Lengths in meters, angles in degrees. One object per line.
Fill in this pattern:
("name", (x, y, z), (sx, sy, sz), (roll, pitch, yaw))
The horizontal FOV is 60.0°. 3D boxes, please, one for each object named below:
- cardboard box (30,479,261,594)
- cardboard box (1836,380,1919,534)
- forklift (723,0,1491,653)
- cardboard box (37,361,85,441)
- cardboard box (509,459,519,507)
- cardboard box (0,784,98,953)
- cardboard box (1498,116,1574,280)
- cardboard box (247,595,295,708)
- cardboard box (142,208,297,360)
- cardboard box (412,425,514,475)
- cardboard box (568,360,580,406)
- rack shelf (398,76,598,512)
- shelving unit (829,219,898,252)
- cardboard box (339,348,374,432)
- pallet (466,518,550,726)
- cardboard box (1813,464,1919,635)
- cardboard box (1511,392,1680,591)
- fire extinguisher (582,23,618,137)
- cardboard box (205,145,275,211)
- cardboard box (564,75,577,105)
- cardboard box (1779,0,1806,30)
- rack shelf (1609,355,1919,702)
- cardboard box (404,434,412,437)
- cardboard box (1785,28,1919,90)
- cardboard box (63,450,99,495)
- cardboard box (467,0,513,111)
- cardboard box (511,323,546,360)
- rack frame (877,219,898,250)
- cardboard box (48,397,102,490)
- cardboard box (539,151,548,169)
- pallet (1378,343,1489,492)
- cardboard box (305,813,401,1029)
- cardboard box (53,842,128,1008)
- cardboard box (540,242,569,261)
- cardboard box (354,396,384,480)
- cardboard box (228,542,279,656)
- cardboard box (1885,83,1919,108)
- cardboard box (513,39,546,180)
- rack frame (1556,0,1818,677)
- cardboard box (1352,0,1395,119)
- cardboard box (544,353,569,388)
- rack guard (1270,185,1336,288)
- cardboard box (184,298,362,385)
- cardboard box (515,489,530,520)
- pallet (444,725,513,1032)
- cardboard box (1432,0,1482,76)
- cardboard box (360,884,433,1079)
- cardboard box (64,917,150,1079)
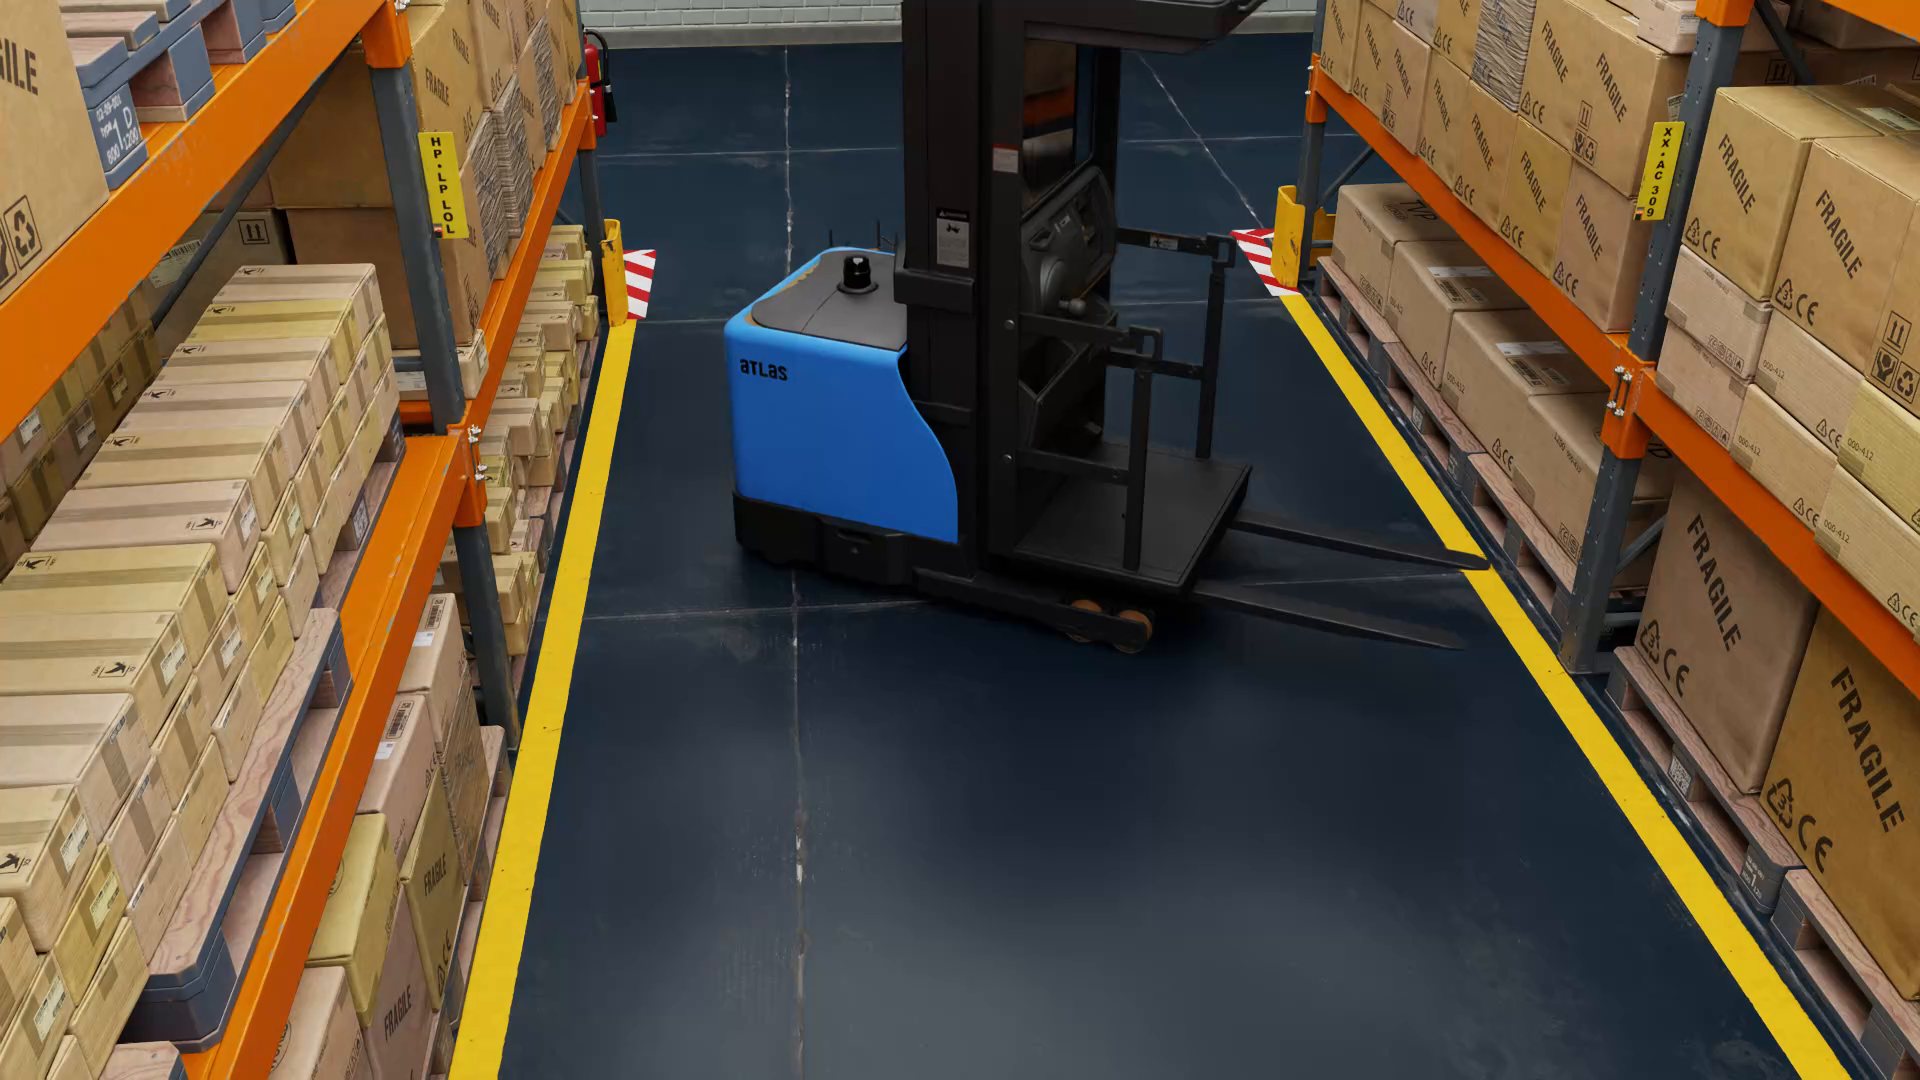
("cardboard box", (-1.740, 0.003, 3.576), (0.380, 0.149, 0.250), (-4, 31, -7))
("cardboard box", (2.684, -0.208, 4.331), (0.500, 0.250, 0.500), (-2, 31, -4))
("forklift", (0.605, -1.126, 6.276), (3.031, 2.935, 1.130), (12, 33, 20))
("cardboard box", (-2.461, -0.362, 4.187), (0.380, 0.149, 0.250), (-2, 31, -4))
("cardboard box", (-2.002, -0.201, 6.741), (0.380, 0.149, 0.250), (-4, 31, -7))
("cardboard box", (-1.640, 0.541, 2.675), (0.380, 0.149, 0.250), (-4, 31, -7))
("cardboard box", (2.475, -1.349, 6.486), (0.500, 0.500, 0.500), (-3, 31, -6))
("cardboard box", (-1.734, 0.255, 3.733), (0.380, 0.149, 0.250), (-1, 31, -2))
("cardboard box", (-2.419, -0.935, 5.502), (0.500, 0.500, 0.500), (-3, 31, -5))
("cardboard box", (-2.005, -0.330, 6.669), (0.380, 0.149, 0.250), (-4, 31, -6))
("cardboard box", (-2.024, -0.752, 7.955), (0.380, 0.149, 0.250), (-4, 31, -7))
("rack shelf", (-2.280, -1.243, 7.107), (1.077, 0.370, 4.000), (-3, 31, -5))
("shelving unit", (-0.440, -0.955, 7.825), (0.252, 1.050, 0.215), (-16, 34, -25))
("cardboard box", (-1.833, -0.403, 4.544), (0.380, 0.149, 0.250), (-3, 31, -4))
("pallet", (-2.191, 0.325, 6.499), (1.003, 0.211, 1.213), (-3, 31, -5))
("cardboard box", (2.686, 0.009, 4.456), (0.500, 0.250, 0.500), (-3, 31, -5))
("cardboard box", (2.874, -0.225, 6.791), (0.875, 0.438, 0.875), (-3, 31, -5))
("fire extinguisher", (-2.031, -2.530, 9.000), (0.296, 0.674, 0.183), (-3, 31, -5))
("cardboard box", (-2.406, -1.358, 5.235), (0.500, 0.500, 0.500), (-4, 31, -6))
("cardboard box", (-2.155, -2.312, 8.441), (0.380, 0.149, 0.250), (-3, 31, -5))
("cardboard box", (3.015, -1.874, 5.757), (0.380, 0.149, 0.250), (-2, 31, -4))
("rack shelf", (3.013, 0.511, 4.172), (1.077, 0.370, 4.000), (-3, 31, -5))
("cardboard box", (-2.493, -0.433, 7.131), (0.380, 0.149, 0.250), (-4, 31, -7))
("cardboard box", (3.023, -1.546, 5.841), (0.500, 0.500, 0.500), (-3, 31, -4))
("cardboard box", (-2.463, -0.111, 4.346), (0.380, 0.149, 0.250), (-3, 31, -4))
("cardboard box", (-1.972, -1.895, 6.135), (0.500, 0.500, 0.500), (-2, 31, -4))
("cardboard box", (-2.092, -0.860, 7.555), (0.380, 0.149, 0.250), (-4, 31, -6))
("rack frame", (-0.333, -0.986, 7.876), (0.008, 1.050, 0.200), (-16, 34, -25))
("cardboard box", (-2.463, -0.244, 4.278), (0.380, 0.149, 0.250), (-2, 31, -3))
("cardboard box", (-2.088, -1.791, 7.568), (0.380, 0.149, 0.250), (-4, 31, -7))
("pallet", (2.716, -0.638, 8.113), (1.003, 0.211, 1.213), (-3, 31, -5))
("cardboard box", (-1.673, 0.941, 4.047), (0.500, 0.250, 0.500), (-4, 31, -7))
("cardboard box", (-1.644, 0.652, 2.779), (0.380, 0.149, 0.250), (-3, 31, -4))
("cardboard box", (-2.199, -1.395, 8.451), (0.380, 0.149, 0.250), (-2, 31, -4))
("cardboard box", (-1.834, -0.277, 4.624), (0.380, 0.149, 0.250), (-3, 31, -4))
("cardboard box", (-1.732, 0.136, 3.643), (0.380, 0.149, 0.250), (-3, 31, -4))
("cardboard box", (3.118, -1.075, 5.053), (0.500, 0.500, 0.500), (-2, 31, -3))
("cardboard box", (-2.032, -1.750, 6.867), (0.500, 0.500, 0.500), (-1, 31, -2))
("rack frame", (2.826, -0.819, 5.697), (1.000, 3.000, 0.127), (-3, 31, -5))
("cardboard box", (2.286, -2.389, 8.227), (0.500, 0.500, 0.500), (-3, 31, -5))
("cardboard box", (-2.016, -0.740, 7.645), (0.380, 0.149, 0.250), (-1, 31, -2))
("rack guard", (2.450, -1.801, 9.777), (1.175, 0.500, 0.348), (-3, 31, -5))
("cardboard box", (-1.835, -0.526, 4.460), (0.380, 0.149, 0.250), (-4, 31, -6))
("cardboard box", (-1.980, -0.076, 6.822), (0.380, 0.149, 0.250), (-3, 31, -6))
("pallet", (-2.019, 1.064, 5.263), (1.003, 0.211, 1.213), (-3, 31, -5))
("cardboard box", (2.372, -2.294, 7.094), (0.500, 0.500, 0.500), (-3, 31, -4))
("cardboard box", (-1.682, 1.252, 4.257), (0.500, 0.500, 0.500), (-3, 31, -6))
("cardboard box", (-1.637, 0.789, 2.840), (0.380, 0.149, 0.250), (-1, 31, -2))
